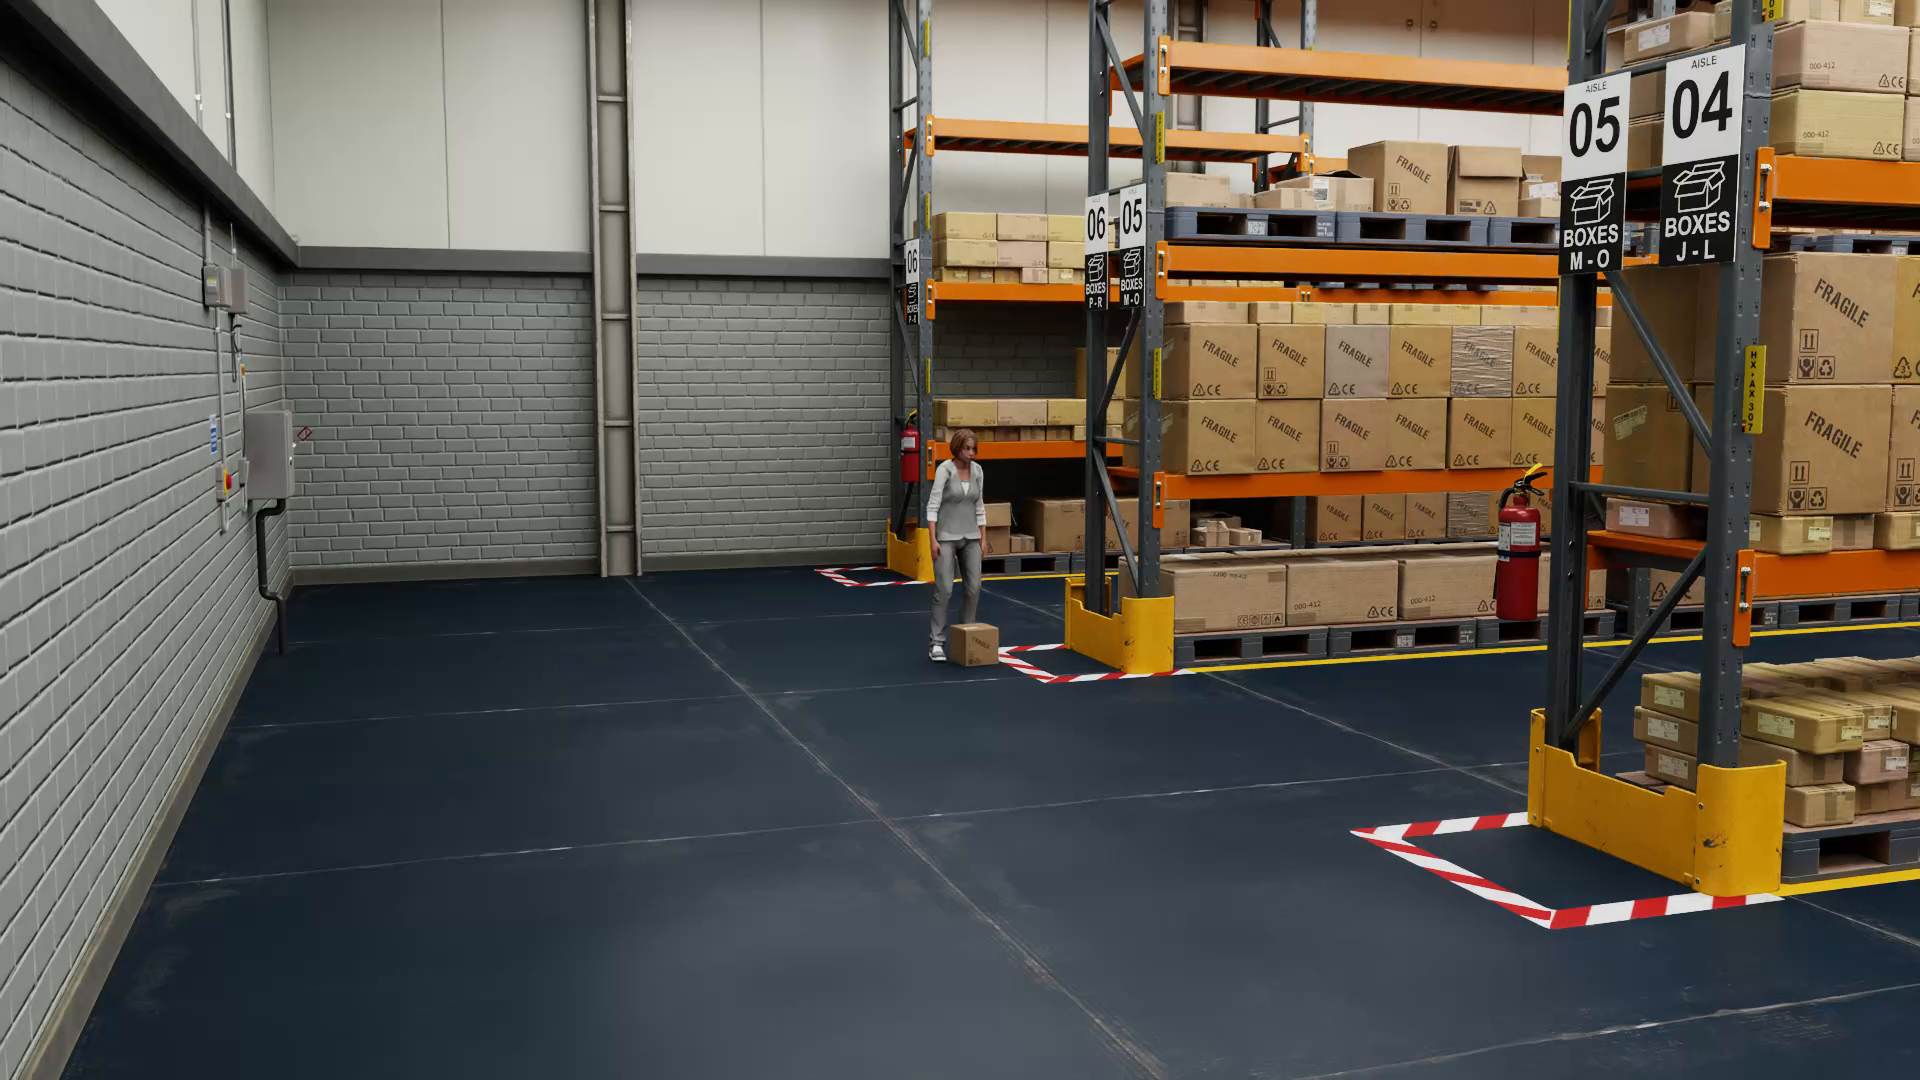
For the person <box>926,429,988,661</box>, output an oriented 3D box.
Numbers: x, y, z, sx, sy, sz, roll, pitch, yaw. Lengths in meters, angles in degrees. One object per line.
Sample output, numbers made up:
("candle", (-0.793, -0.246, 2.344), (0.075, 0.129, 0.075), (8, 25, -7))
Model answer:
("person", (-0.018, 0.027, 11.523), (0.472, 1.590, 0.347), (-3, 7, -28))
